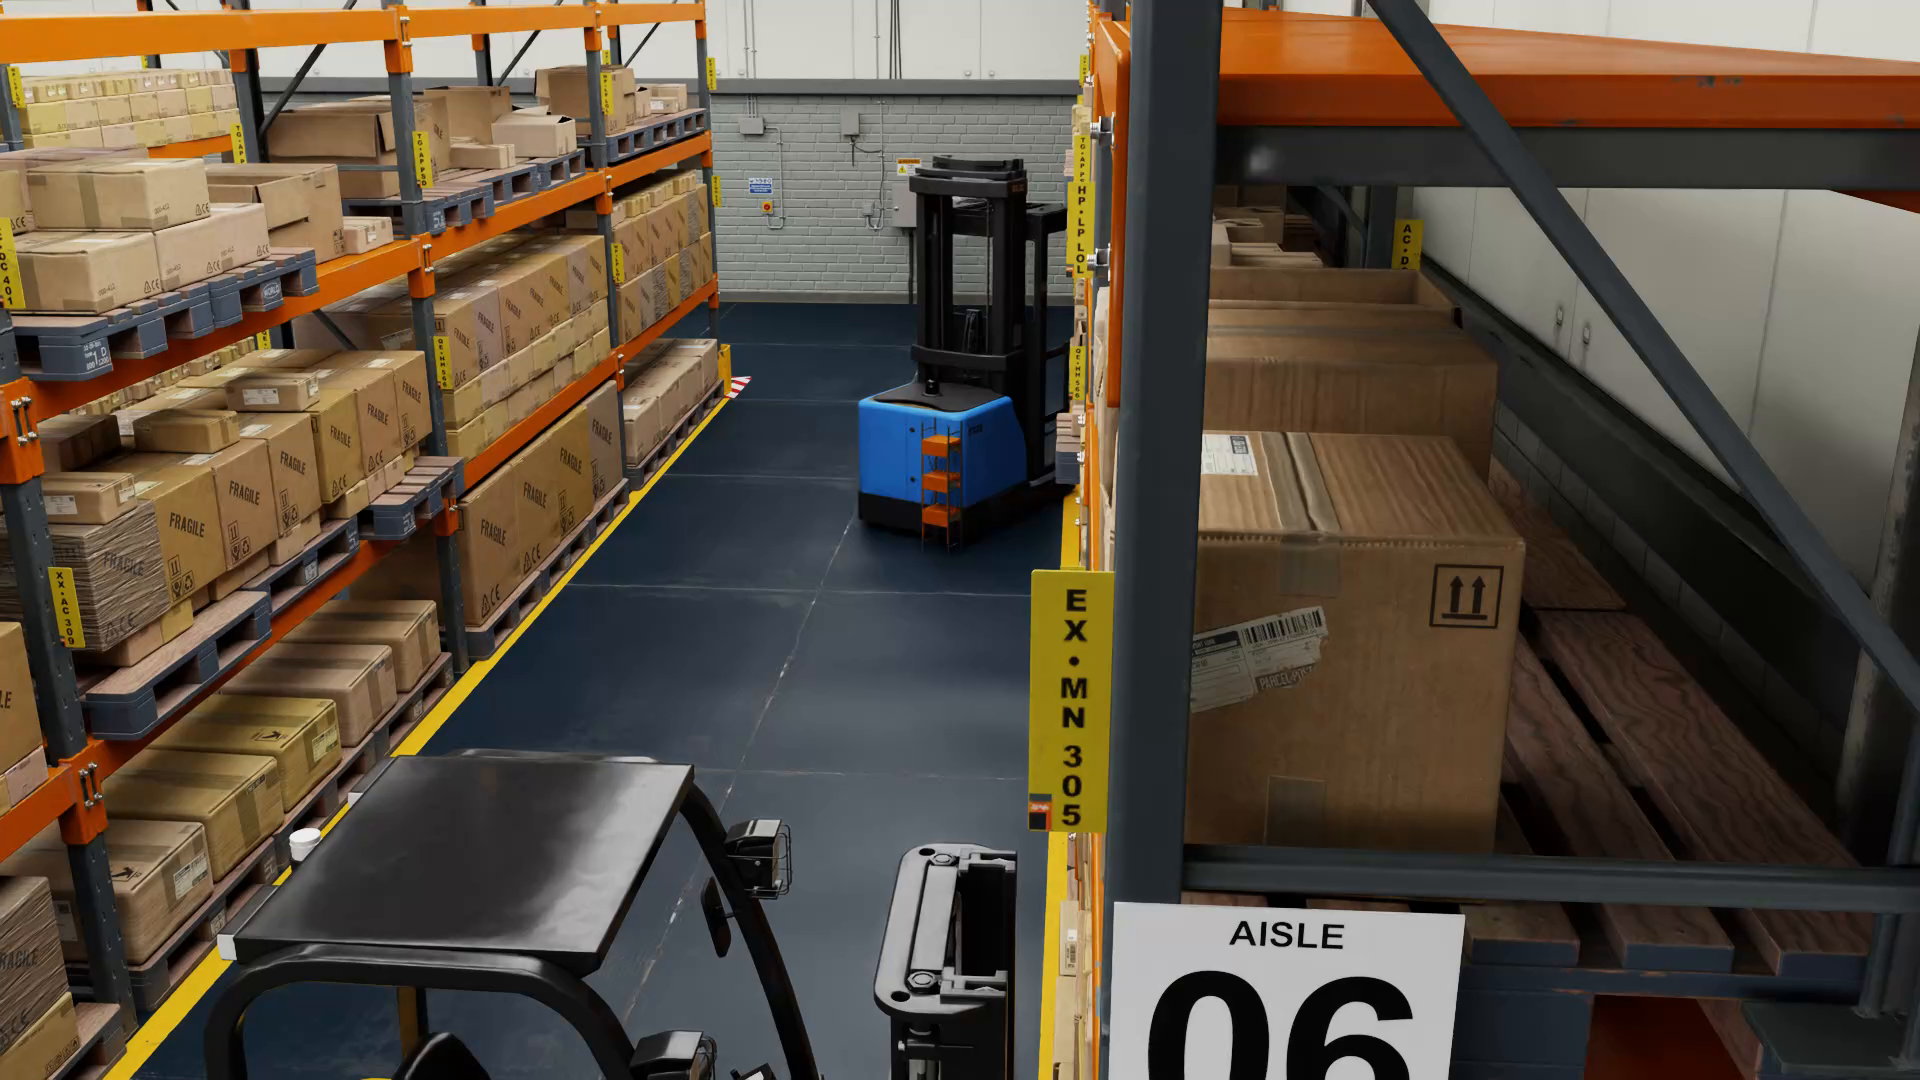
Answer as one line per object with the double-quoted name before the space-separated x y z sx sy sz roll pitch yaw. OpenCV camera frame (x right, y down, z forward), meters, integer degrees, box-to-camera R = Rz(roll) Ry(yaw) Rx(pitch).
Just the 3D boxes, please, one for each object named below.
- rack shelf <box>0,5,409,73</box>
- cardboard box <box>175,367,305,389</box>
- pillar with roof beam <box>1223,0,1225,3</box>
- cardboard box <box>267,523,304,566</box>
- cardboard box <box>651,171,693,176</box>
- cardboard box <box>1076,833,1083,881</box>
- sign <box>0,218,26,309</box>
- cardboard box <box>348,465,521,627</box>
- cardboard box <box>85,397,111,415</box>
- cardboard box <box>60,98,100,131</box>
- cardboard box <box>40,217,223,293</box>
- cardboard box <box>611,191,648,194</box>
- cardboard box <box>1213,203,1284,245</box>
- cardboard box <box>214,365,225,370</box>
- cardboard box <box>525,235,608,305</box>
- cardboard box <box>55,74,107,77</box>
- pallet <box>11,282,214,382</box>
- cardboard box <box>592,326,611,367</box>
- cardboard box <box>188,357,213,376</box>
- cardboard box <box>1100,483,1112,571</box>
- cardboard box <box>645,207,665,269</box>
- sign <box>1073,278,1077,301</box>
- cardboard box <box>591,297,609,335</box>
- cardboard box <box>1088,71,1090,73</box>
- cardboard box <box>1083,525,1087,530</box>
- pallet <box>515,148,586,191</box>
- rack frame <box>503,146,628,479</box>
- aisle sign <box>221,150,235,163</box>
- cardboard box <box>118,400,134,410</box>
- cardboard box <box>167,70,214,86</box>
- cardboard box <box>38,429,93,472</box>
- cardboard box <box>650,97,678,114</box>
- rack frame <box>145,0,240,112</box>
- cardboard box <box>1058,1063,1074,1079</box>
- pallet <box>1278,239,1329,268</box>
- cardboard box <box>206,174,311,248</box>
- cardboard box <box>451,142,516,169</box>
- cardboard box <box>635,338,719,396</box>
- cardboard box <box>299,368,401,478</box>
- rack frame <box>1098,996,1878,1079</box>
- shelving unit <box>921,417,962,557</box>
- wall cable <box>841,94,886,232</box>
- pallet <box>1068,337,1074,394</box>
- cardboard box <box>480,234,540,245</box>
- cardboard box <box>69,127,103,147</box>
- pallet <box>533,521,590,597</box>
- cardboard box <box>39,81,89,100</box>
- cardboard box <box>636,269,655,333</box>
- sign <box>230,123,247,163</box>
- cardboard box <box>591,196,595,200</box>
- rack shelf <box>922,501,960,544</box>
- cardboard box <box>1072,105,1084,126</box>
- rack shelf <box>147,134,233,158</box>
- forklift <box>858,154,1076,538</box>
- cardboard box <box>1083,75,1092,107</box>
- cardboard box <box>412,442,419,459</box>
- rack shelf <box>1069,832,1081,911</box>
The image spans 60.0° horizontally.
"rack shelf" -3.851 -2.277 7.719 1.077 0.370 4.000 1 18 4
"cardboard box" -4.001 -0.671 9.342 0.500 0.500 0.500 2 18 7
"pillar with roof beam" -1.384 -6.719 19.476 9.100 9.000 0.400 1 18 4
"cardboard box" -3.518 0.014 8.293 0.380 0.149 0.250 2 18 6
"cardboard box" -2.954 -3.700 17.089 0.380 0.149 0.250 2 18 5
"cardboard box" 0.665 0.857 5.830 0.500 0.500 0.500 1 18 2
"sign" -3.452 -0.999 6.006 0.100 0.325 0.005 1 18 4
"cardboard box" -3.575 0.018 11.289 0.875 0.875 0.875 1 18 3
"cardboard box" -8.055 -1.215 15.263 0.380 0.149 0.250 2 18 7
"cardboard box" -8.051 -3.792 14.798 0.500 0.250 0.500 1 18 4
"cardboard box" -3.517 -1.221 7.081 0.500 0.250 0.500 1 18 3
"cardboard box" -3.097 -3.143 15.389 0.380 0.149 0.250 1 18 4
"cardboard box" 1.342 -1.516 7.955 0.380 0.166 0.250 1 18 4
"cardboard box" -7.867 -1.798 17.518 0.380 0.149 0.250 1 18 2
"cardboard box" -3.202 -2.200 13.554 0.500 0.500 0.500 2 18 6
"cardboard box" -8.502 -4.430 16.105 0.380 0.149 0.250 2 18 6
"pallet" -3.843 -0.863 6.723 1.213 0.211 1.003 1 18 4
"cardboard box" -3.201 -1.606 13.747 0.500 0.250 0.500 1 18 3
"cardboard box" -7.876 -1.777 16.978 0.380 0.149 0.250 2 18 6
"cardboard box" 0.445 0.063 2.976 0.396 0.266 0.258 1 18 4
"cardboard box" -3.054 -2.803 15.393 0.500 0.500 0.500 2 18 5
"sign" 0.989 -2.133 13.726 0.100 0.325 0.005 1 18 4
"cardboard box" -3.210 -1.846 13.677 0.500 0.250 0.500 1 18 4
"cardboard box" 1.535 -4.555 16.651 0.500 0.250 0.500 1 18 3
"cardboard box" 0.810 0.129 7.649 0.500 0.250 0.500 2 18 5
"pallet" -3.437 -2.871 12.856 0.805 0.209 1.217 1 18 2
"rack frame" -3.420 -1.822 14.166 1.000 3.000 0.127 1 18 4
"aisle sign" -7.774 -4.395 17.843 0.394 0.787 0.004 1 18 4
"cardboard box" -8.087 -1.233 15.796 0.380 0.149 0.250 0 18 1
"cardboard box" -7.903 -4.740 17.051 0.380 0.149 0.250 2 18 5
"cardboard box" -4.150 -0.397 7.462 0.380 0.149 0.250 1 18 2
"cardboard box" -3.026 -4.344 16.613 0.380 0.149 0.250 0 18 0
"rack frame" -8.078 -5.994 17.264 1.000 3.000 0.127 1 18 4
"cardboard box" 0.539 1.861 5.062 0.500 0.250 0.500 2 18 6
"pallet" 1.207 -1.245 7.893 1.003 0.211 1.213 2 18 6
"cardboard box" -3.788 -1.580 8.444 0.797 0.503 0.637 1 18 4
"cardboard box" -3.406 -2.745 11.867 0.380 0.166 0.250 3 18 9
"cardboard box" -3.081 -1.839 17.658 0.875 0.438 0.875 1 18 2
"cardboard box" -3.489 -0.660 9.307 0.500 0.500 0.500 1 18 3
"rack frame" 0.670 2.015 2.457 1.000 3.000 0.127 1 18 4
"shelving unit" -0.141 -0.416 13.007 0.252 1.050 0.215 11 21 31
"wall cable" -1.337 -5.271 23.060 0.588 1.984 0.122 1 18 4
"pallet" 1.365 -1.375 13.111 1.003 0.211 1.213 1 18 4
"cardboard box" -3.739 -2.214 13.597 0.500 0.500 0.500 1 18 5
"cardboard box" -8.042 -3.549 14.860 0.500 0.250 0.500 1 18 3
"pallet" -3.485 0.125 12.704 1.003 0.211 1.213 1 18 4
"cardboard box" -8.024 -4.010 14.824 0.380 0.149 0.250 1 18 2
"cardboard box" -3.086 -2.165 15.054 0.500 0.500 0.500 1 18 4
"sign" -4.260 -2.303 9.860 0.100 0.325 0.005 1 18 4
"cardboard box" -3.561 -3.151 15.415 0.380 0.149 0.250 1 18 3
"rack shelf" -0.141 -0.142 13.097 0.240 0.259 0.215 11 21 31
"cardboard box" 1.072 -3.324 13.023 0.380 0.149 0.250 2 18 6
"rack shelf" -8.222 -3.606 15.948 1.077 0.370 4.000 1 18 4
"forklift" 0.366 -1.813 14.250 1.130 2.935 3.031 11 21 30
"cardboard box" 1.161 -3.518 12.950 0.396 0.266 0.258 1 18 3
"cardboard box" -3.496 -0.553 10.021 0.380 0.149 0.250 2 18 6
"rack shelf" 0.814 1.735 4.465 1.077 0.370 4.000 1 18 4
